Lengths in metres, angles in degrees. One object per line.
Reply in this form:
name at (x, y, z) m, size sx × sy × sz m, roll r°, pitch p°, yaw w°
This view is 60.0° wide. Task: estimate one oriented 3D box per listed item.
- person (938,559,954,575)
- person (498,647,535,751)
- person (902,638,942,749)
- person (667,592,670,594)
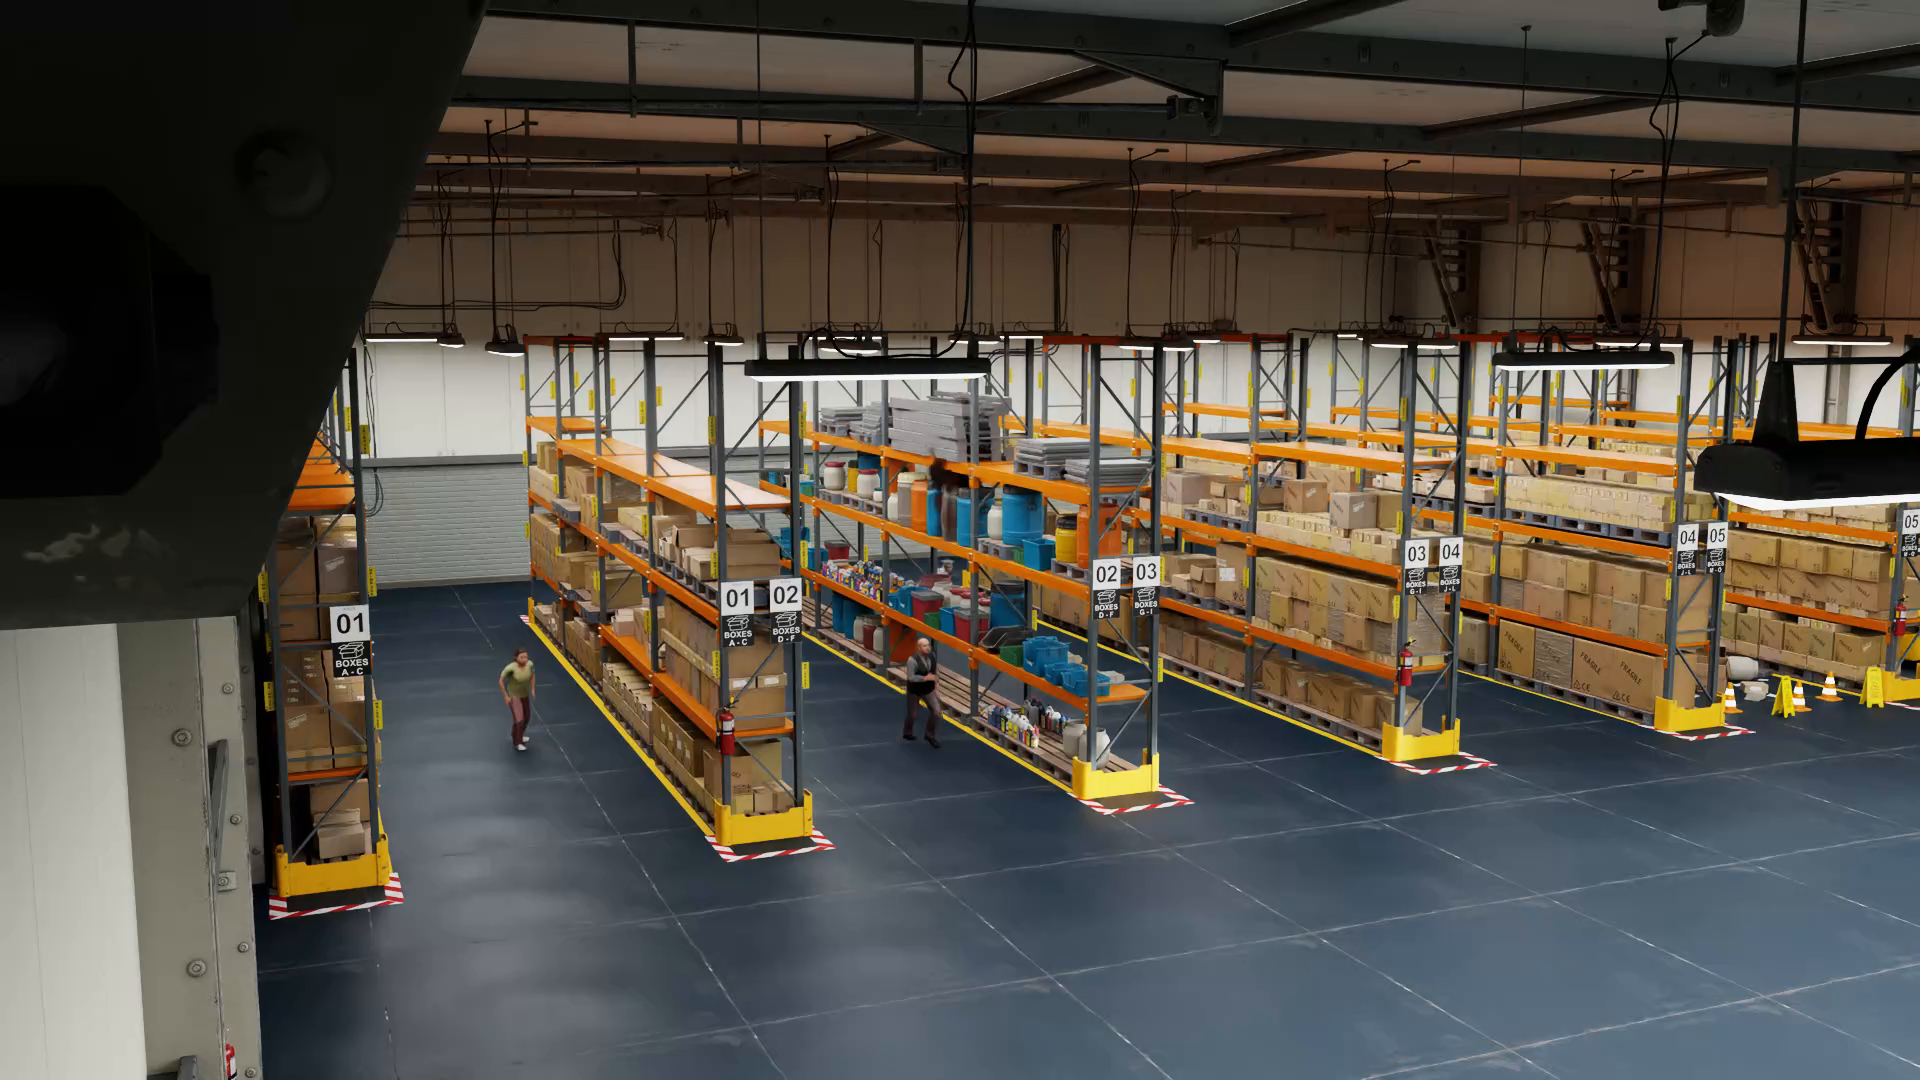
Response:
person at (-0.532, 1.077, 34.336) m, size 1.105 × 1.461 × 0.603 m, roll 7°, pitch 10°, yaw 43°
person at (-6.546, 2.301, 24.530) m, size 0.763 × 1.564 × 0.625 m, roll 6°, pitch 10°, yaw 40°
person at (-0.581, 2.248, 24.544) m, size 0.580 × 1.664 × 0.939 m, roll -4°, pitch 9°, yaw -29°
person at (-5.885, 0.886, 34.598) m, size 0.695 × 1.724 × 0.672 m, roll -3°, pitch 8°, yaw -23°
